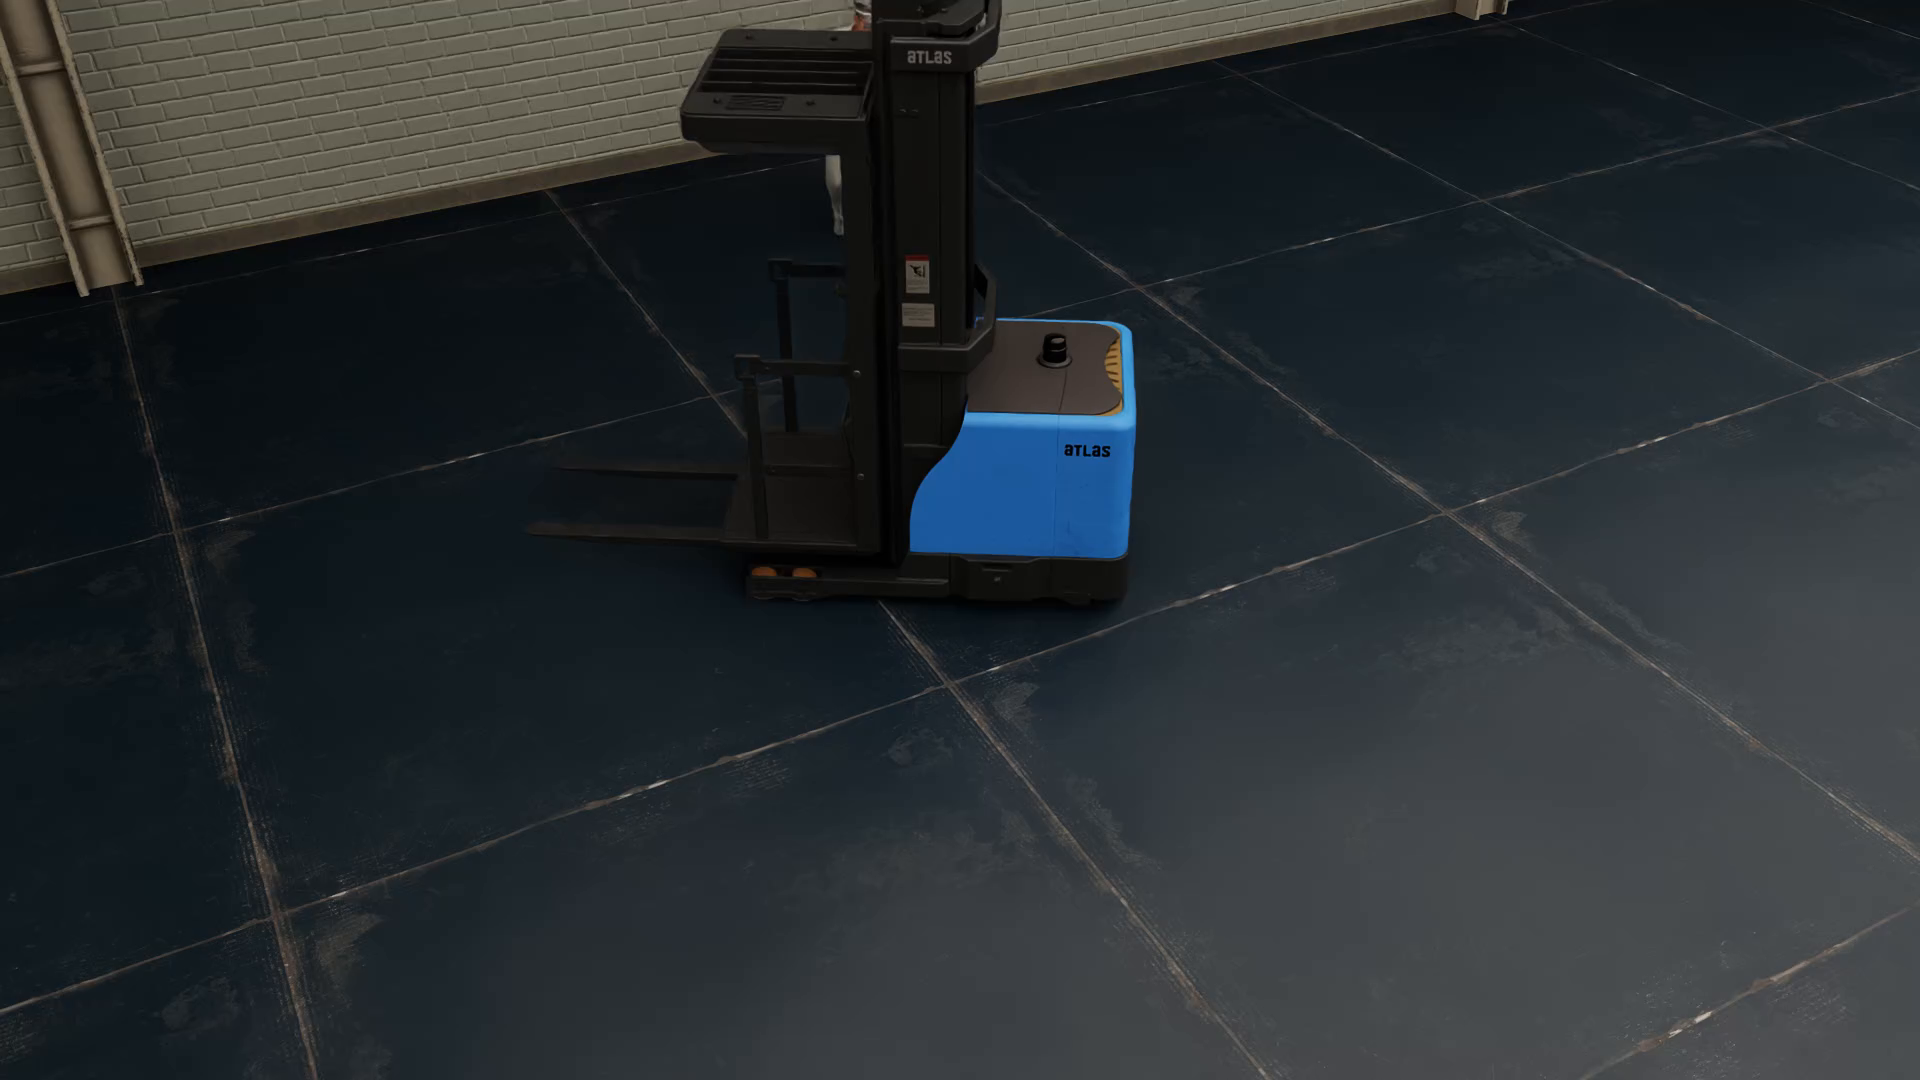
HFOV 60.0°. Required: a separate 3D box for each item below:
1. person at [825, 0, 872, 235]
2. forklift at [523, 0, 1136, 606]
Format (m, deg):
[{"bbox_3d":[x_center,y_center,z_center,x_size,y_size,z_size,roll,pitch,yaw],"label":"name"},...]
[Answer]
[{"bbox_3d":[-0.691,-2.838,11.266,0.897,1.737,0.480,2,35,3],"label":"person"},{"bbox_3d":[-0.663,-1.195,7.814,3.031,2.935,1.130,2,35,3],"label":"forklift"}]
